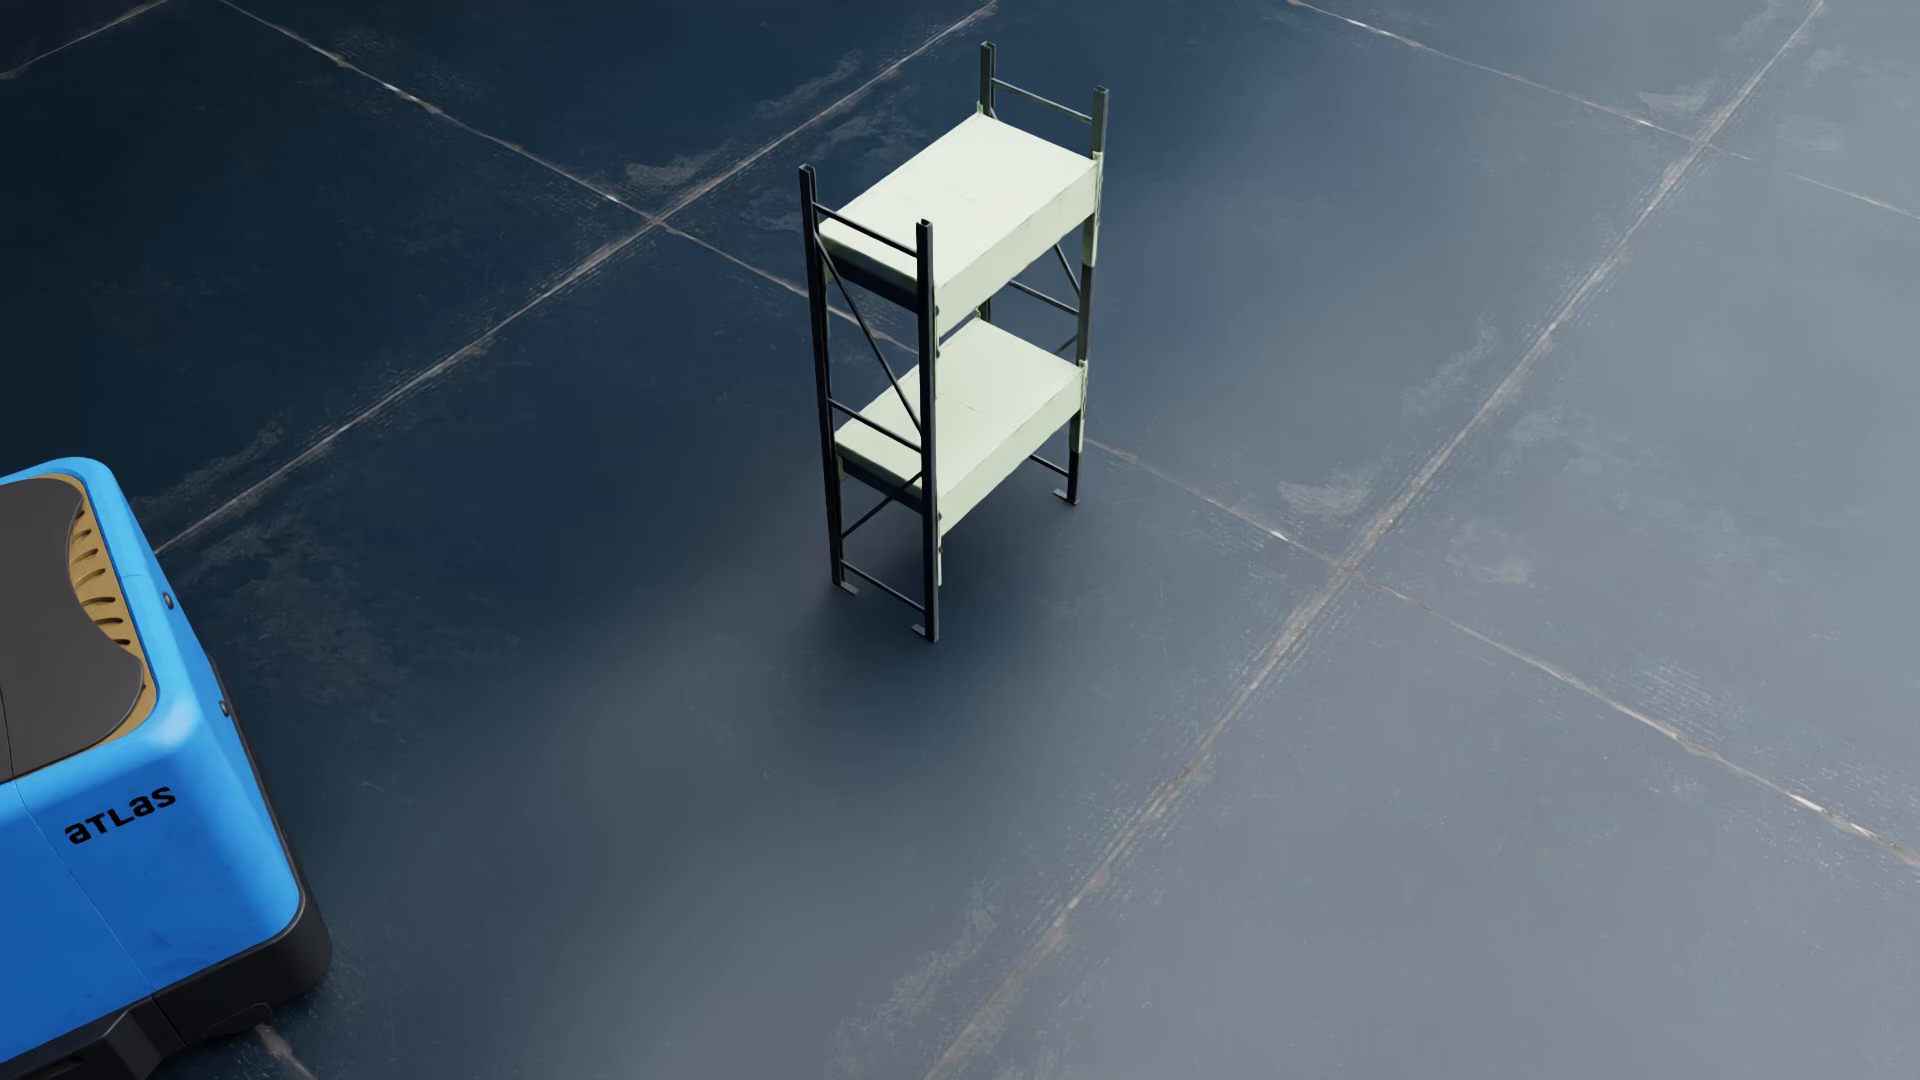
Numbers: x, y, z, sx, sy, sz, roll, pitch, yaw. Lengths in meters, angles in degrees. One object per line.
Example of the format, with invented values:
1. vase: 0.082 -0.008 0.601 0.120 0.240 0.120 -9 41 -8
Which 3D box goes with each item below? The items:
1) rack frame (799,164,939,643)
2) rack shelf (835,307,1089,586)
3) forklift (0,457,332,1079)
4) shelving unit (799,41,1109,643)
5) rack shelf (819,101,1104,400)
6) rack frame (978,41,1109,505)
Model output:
1. rack frame: -0.228 -0.305 4.504 0.400 1.500 0.023 29 53 25
2. rack shelf: -0.004 -0.289 4.940 0.431 0.370 0.720 29 53 25
3. forklift: -3.094 0.361 2.878 3.031 2.935 1.130 -24 51 -21
4. shelving unit: -0.004 -0.514 4.704 0.431 1.500 0.755 29 53 25
5. rack shelf: -0.004 -0.784 4.422 0.431 0.370 0.720 29 53 25
6. rack frame: 0.220 -0.724 4.904 0.400 1.500 0.023 29 53 25
